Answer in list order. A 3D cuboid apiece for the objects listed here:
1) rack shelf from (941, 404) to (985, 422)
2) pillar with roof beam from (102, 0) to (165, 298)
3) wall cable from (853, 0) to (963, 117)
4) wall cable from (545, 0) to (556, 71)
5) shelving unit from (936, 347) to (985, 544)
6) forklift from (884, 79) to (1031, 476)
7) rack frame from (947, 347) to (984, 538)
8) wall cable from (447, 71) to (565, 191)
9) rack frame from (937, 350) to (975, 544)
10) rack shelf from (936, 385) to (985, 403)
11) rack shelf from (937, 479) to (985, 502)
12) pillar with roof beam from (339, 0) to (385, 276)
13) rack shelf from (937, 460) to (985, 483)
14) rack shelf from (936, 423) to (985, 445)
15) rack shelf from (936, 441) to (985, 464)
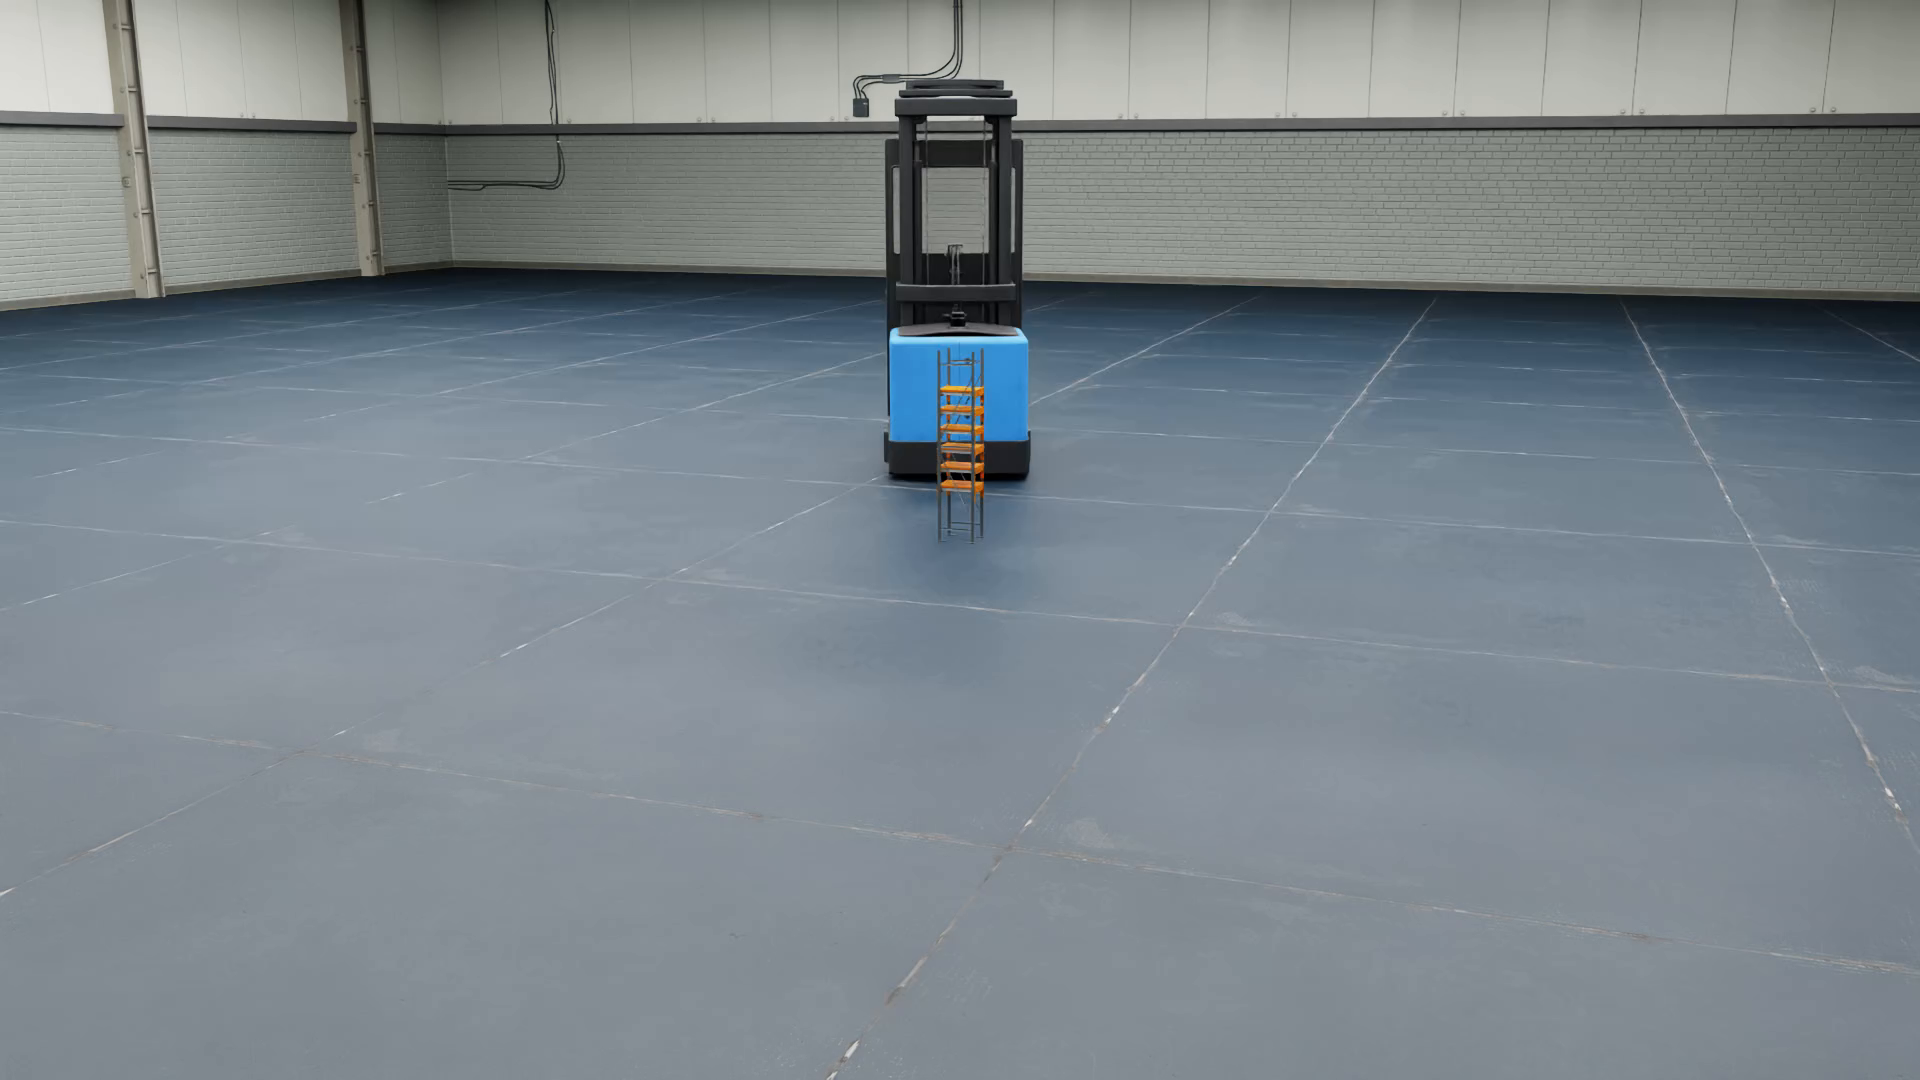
[{"bbox_3d":[0.005,-0.779,10.324,0.258,0.103,0.180,4,14,18],"label":"rack shelf"},{"bbox_3d":[-10.103,-8.327,26.747,9.100,9.000,0.400,4,14,18],"label":"pillar with roof beam"},{"bbox_3d":[-1.053,-11.396,32.553,2.305,6.003,0.169,4,14,18],"label":"wall cable"},{"bbox_3d":[-7.471,-11.179,34.871,3.097,2.526,0.112,4,14,18],"label":"wall cable"},{"bbox_3d":[0.005,-0.588,10.368,0.258,1.200,0.189,4,14,18],"label":"shelving unit"},{"bbox_3d":[-0.056,-2.188,13.489,1.130,2.935,3.031,0,13,-2],"label":"forklift"},{"bbox_3d":[0.034,-0.607,10.452,0.240,1.200,0.006,4,14,18],"label":"rack frame"},{"bbox_3d":[-10.031,-8.911,36.286,3.097,2.526,0.112,4,14,18],"label":"wall cable"},{"bbox_3d":[-0.025,-0.569,10.283,0.240,1.200,0.006,4,14,18],"label":"rack frame"},{"bbox_3d":[0.005,-0.896,10.298,0.258,0.103,0.180,4,14,18],"label":"rack shelf"},{"bbox_3d":[0.005,-0.311,10.431,0.258,0.103,0.180,4,14,18],"label":"rack shelf"},{"bbox_3d":[-8.162,-9.590,32.282,9.100,9.000,0.400,4,14,18],"label":"pillar with roof beam"},{"bbox_3d":[0.005,-0.428,10.404,0.258,0.103,0.180,4,14,18],"label":"rack shelf"},{"bbox_3d":[0.005,-0.662,10.351,0.258,0.103,0.180,4,14,18],"label":"rack shelf"},{"bbox_3d":[0.005,-0.545,10.378,0.258,0.103,0.180,4,14,18],"label":"rack shelf"}]
